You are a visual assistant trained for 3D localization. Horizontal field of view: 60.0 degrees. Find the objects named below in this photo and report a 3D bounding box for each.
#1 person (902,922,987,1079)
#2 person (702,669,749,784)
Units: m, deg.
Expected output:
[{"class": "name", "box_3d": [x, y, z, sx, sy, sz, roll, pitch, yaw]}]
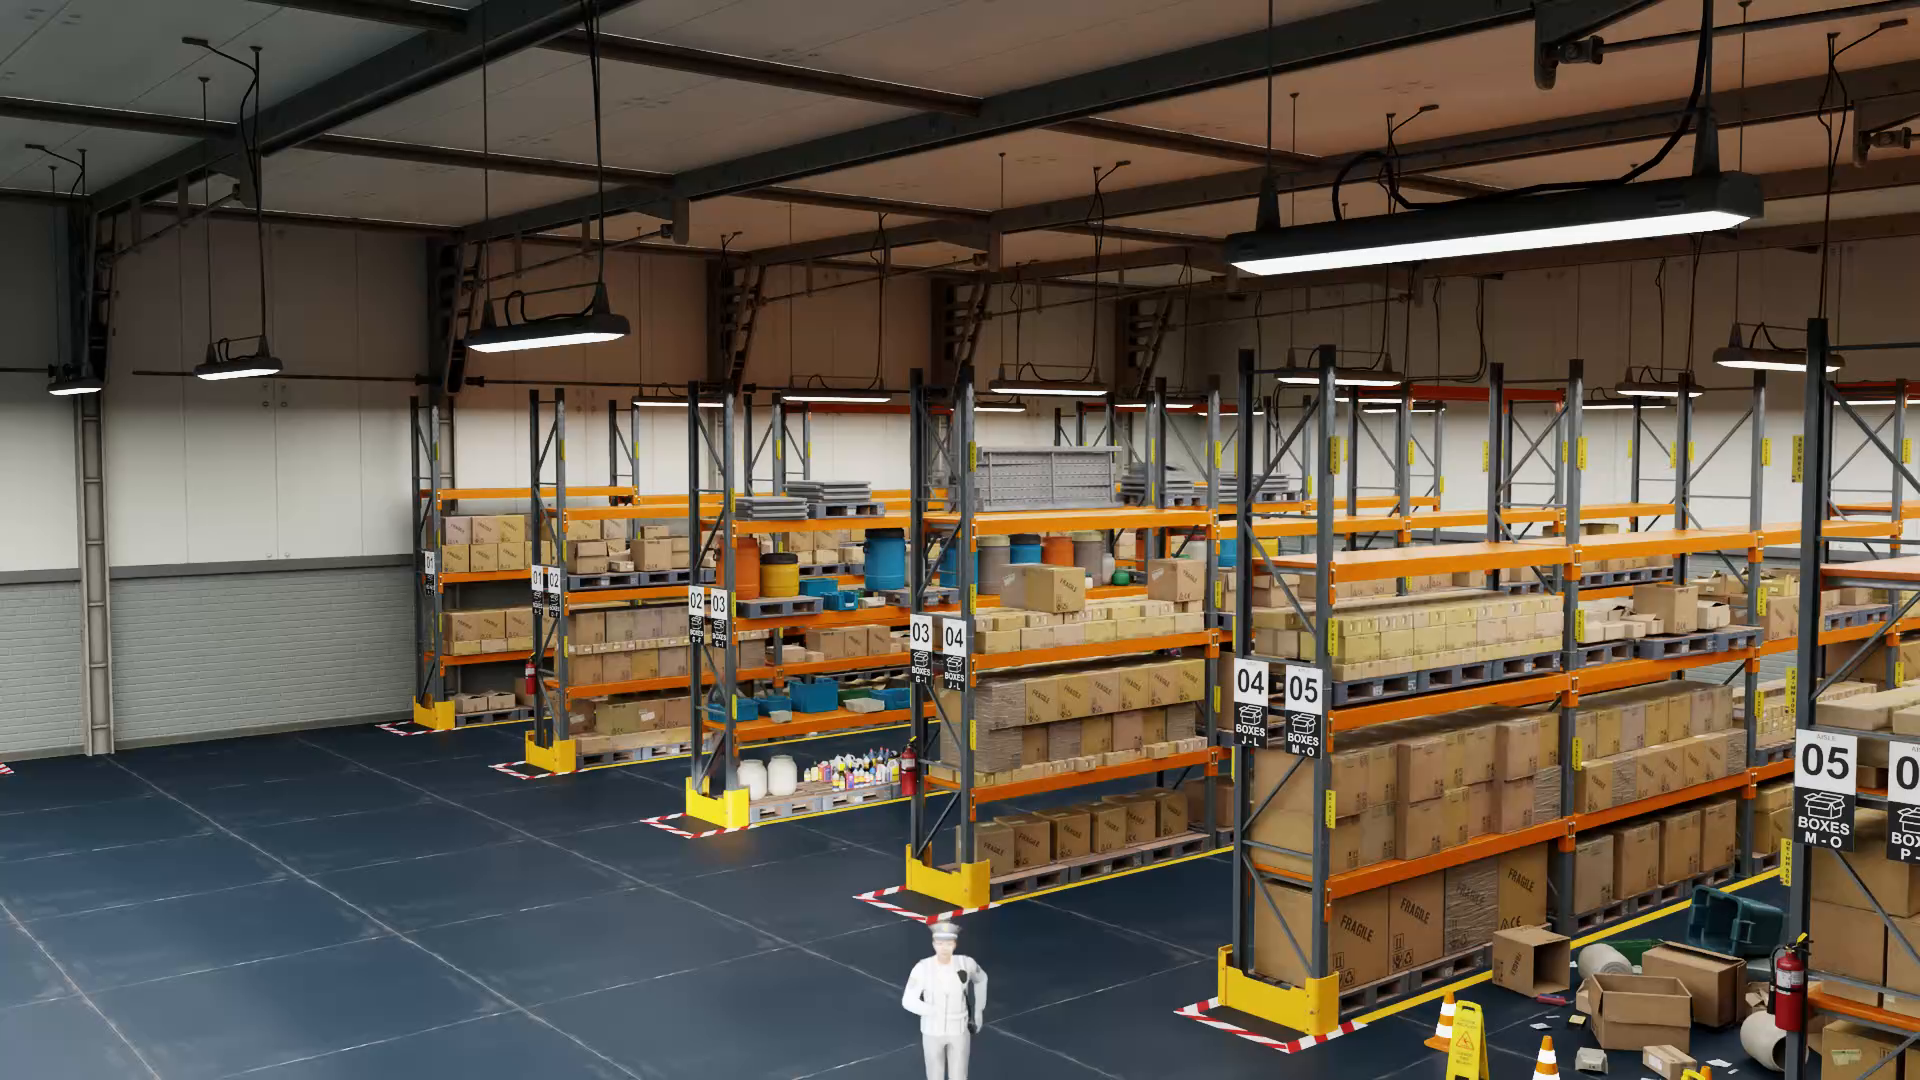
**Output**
[{"class": "person", "box_3d": [-0.109, 3.606, 12.035, 0.600, 1.764, 0.789, 0, 3, 3]}, {"class": "person", "box_3d": [-3.625, 2.806, 25.093, 0.664, 1.698, 1.019, 3, 4, 40]}]
